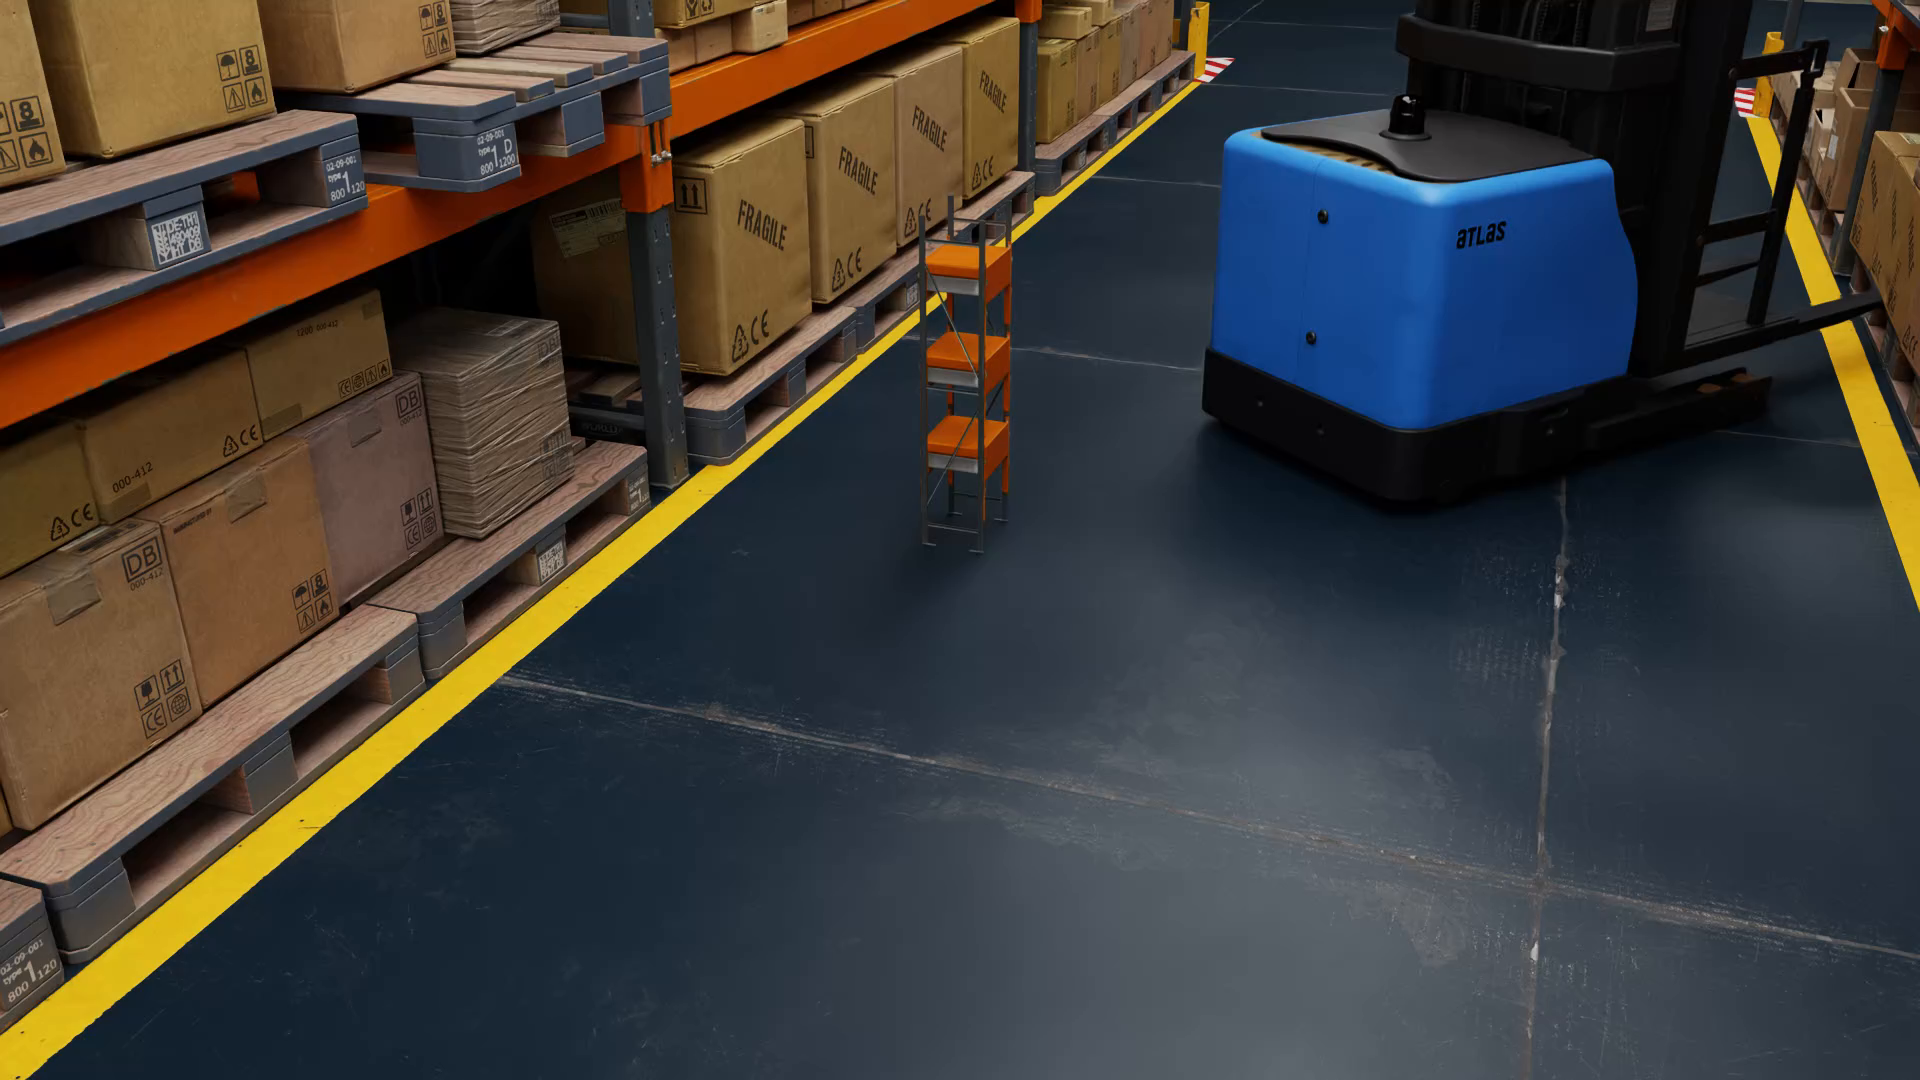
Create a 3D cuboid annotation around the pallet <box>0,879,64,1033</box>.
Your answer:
[{"bbox_3d":[-2.488,0.970,3.003,1.003,0.211,1.213,9,27,17],"label":"pallet"}]

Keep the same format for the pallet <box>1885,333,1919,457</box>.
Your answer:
[{"bbox_3d":[3.949,-0.437,5.911,1.003,0.211,1.213,9,27,17],"label":"pallet"}]

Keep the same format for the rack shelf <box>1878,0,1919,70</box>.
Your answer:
[{"bbox_3d":[3.923,-1.389,5.503,1.077,0.370,4.000,9,27,17],"label":"rack shelf"}]

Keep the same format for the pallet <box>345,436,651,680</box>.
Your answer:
[{"bbox_3d":[-1.676,-0.032,5.074,1.003,0.211,1.213,9,27,17],"label":"pallet"}]

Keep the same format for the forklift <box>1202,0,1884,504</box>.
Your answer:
[{"bbox_3d":[2.407,-1.904,5.819,3.031,2.935,1.130,-15,30,-28],"label":"forklift"}]

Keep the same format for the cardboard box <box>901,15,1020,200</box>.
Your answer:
[{"bbox_3d":[-0.178,-2.187,8.311,0.750,0.750,0.750,9,27,18],"label":"cardboard box"}]

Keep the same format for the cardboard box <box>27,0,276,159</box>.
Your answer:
[{"bbox_3d":[-1.956,-1.141,3.546,0.700,0.500,0.500,9,27,17],"label":"cardboard box"}]

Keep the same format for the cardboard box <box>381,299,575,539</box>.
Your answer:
[{"bbox_3d":[-1.605,-0.378,4.952,0.700,0.500,0.500,9,27,18],"label":"cardboard box"}]

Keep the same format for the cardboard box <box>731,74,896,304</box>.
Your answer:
[{"bbox_3d":[-0.749,-1.472,6.833,0.750,0.750,0.750,9,27,17],"label":"cardboard box"}]

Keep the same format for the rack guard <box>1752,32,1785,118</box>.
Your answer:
[{"bbox_3d":[5.895,-3.023,10.919,1.175,0.500,0.348,9,27,17],"label":"rack guard"}]

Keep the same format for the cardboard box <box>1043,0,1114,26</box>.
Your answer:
[{"bbox_3d":[0.721,-3.229,10.119,0.380,0.149,0.250,8,27,16],"label":"cardboard box"}]

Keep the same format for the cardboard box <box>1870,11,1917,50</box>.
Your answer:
[{"bbox_3d":[5.971,-2.993,10.353,0.500,0.500,0.500,9,27,17],"label":"cardboard box"}]

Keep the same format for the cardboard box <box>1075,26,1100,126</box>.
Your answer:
[{"bbox_3d":[0.432,-2.814,10.007,0.700,0.500,0.500,8,27,17],"label":"cardboard box"}]

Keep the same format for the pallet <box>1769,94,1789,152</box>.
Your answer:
[{"bbox_3d":[5.630,-2.565,10.305,1.003,0.211,1.213,9,27,17],"label":"pallet"}]

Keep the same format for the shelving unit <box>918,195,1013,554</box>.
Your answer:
[{"bbox_3d":[0.018,-0.495,5.067,0.215,1.050,0.252,9,27,17],"label":"shelving unit"}]

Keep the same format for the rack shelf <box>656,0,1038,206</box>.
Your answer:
[{"bbox_3d":[-0.749,-2.106,6.984,1.077,0.370,4.000,9,27,17],"label":"rack shelf"}]

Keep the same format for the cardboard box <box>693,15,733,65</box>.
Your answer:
[{"bbox_3d":[-0.995,-1.708,5.601,0.380,0.149,0.250,9,27,18],"label":"cardboard box"}]

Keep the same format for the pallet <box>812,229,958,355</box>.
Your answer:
[{"bbox_3d":[-0.674,-1.166,7.416,1.003,0.211,1.213,9,27,17],"label":"pallet"}]

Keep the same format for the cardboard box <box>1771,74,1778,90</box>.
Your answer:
[{"bbox_3d":[5.456,-2.972,10.712,0.380,0.149,0.250,9,27,17],"label":"cardboard box"}]

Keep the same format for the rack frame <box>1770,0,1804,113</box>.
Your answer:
[{"bbox_3d":[5.920,-4.179,10.439,1.000,3.000,0.127,9,27,17],"label":"rack frame"}]

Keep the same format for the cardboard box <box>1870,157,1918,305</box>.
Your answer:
[{"bbox_3d":[4.031,-1.224,6.699,0.500,0.500,0.500,9,27,18],"label":"cardboard box"}]

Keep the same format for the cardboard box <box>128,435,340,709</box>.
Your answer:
[{"bbox_3d":[-2.025,0.025,4.119,0.700,0.500,0.500,9,27,17],"label":"cardboard box"}]

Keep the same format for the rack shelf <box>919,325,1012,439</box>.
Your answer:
[{"bbox_3d":[0.018,-0.485,5.071,0.215,0.259,0.240,9,27,17],"label":"rack shelf"}]

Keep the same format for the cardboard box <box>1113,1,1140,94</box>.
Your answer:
[{"bbox_3d":[0.775,-3.245,10.897,0.700,0.500,0.500,8,27,16],"label":"cardboard box"}]

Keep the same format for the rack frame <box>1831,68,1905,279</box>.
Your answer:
[{"bbox_3d":[4.589,-2.535,7.044,1.000,3.000,0.127,9,27,17],"label":"rack frame"}]

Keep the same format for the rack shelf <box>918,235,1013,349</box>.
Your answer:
[{"bbox_3d":[0.018,-0.740,4.948,0.215,0.259,0.240,9,27,17],"label":"rack shelf"}]

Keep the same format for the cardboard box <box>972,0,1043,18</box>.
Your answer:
[{"bbox_3d":[0.287,-3.195,10.048,0.380,0.149,0.250,8,27,16],"label":"cardboard box"}]

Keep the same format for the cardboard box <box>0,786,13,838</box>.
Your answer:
[{"bbox_3d":[-2.392,0.438,3.267,0.700,0.500,0.500,8,27,16],"label":"cardboard box"}]

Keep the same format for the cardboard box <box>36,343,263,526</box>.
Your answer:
[{"bbox_3d":[-2.021,-0.278,3.885,0.500,0.250,0.500,9,27,17],"label":"cardboard box"}]

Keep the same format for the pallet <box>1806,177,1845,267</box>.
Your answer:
[{"bbox_3d":[4.818,-1.562,8.234,1.003,0.211,1.213,9,27,17],"label":"pallet"}]

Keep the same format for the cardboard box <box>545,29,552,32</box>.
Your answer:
[{"bbox_3d":[-1.548,-1.675,5.533,0.380,0.149,0.250,9,27,18],"label":"cardboard box"}]

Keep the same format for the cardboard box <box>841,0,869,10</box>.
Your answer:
[{"bbox_3d":[-0.587,-2.238,6.695,0.380,0.149,0.250,9,27,18],"label":"cardboard box"}]

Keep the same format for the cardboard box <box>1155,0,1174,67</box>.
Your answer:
[{"bbox_3d":[1.109,-3.658,11.749,0.700,0.500,0.500,9,27,17],"label":"cardboard box"}]

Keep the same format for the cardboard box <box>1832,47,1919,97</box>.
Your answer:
[{"bbox_3d":[5.209,-2.382,9.088,0.797,0.503,0.637,9,27,17],"label":"cardboard box"}]

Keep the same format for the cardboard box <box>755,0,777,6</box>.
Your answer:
[{"bbox_3d":[-0.829,-2.172,5.816,0.500,0.500,0.500,10,27,19],"label":"cardboard box"}]

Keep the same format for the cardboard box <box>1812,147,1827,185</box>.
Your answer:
[{"bbox_3d":[4.579,-1.888,8.474,0.380,0.149,0.250,9,27,17],"label":"cardboard box"}]

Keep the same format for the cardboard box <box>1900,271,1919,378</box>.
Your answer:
[{"bbox_3d":[3.689,-0.812,5.848,0.500,0.500,0.500,8,27,15],"label":"cardboard box"}]

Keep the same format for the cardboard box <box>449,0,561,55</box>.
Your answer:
[{"bbox_3d":[-1.562,-1.657,4.610,0.700,0.500,0.500,6,26,11],"label":"cardboard box"}]

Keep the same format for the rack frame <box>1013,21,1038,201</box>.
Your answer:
[{"bbox_3d":[-0.084,-3.252,8.525,1.000,3.000,0.127,9,27,17],"label":"rack frame"}]

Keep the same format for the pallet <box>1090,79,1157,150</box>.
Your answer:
[{"bbox_3d":[0.647,-2.801,10.793,1.003,0.211,1.213,9,27,17],"label":"pallet"}]

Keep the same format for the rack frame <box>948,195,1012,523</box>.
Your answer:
[{"bbox_3d":[0.058,-0.545,5.170,0.200,1.050,0.008,9,27,17],"label":"rack frame"}]

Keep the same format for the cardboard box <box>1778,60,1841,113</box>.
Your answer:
[{"bbox_3d":[5.305,-2.752,10.141,0.500,0.250,0.500,9,27,17],"label":"cardboard box"}]

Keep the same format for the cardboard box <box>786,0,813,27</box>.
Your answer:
[{"bbox_3d":[-0.781,-2.034,6.275,0.380,0.149,0.250,9,27,19],"label":"cardboard box"}]

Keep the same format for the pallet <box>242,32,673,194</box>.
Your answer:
[{"bbox_3d":[-1.552,-1.214,4.535,1.213,0.211,1.003,9,27,17],"label":"pallet"}]
